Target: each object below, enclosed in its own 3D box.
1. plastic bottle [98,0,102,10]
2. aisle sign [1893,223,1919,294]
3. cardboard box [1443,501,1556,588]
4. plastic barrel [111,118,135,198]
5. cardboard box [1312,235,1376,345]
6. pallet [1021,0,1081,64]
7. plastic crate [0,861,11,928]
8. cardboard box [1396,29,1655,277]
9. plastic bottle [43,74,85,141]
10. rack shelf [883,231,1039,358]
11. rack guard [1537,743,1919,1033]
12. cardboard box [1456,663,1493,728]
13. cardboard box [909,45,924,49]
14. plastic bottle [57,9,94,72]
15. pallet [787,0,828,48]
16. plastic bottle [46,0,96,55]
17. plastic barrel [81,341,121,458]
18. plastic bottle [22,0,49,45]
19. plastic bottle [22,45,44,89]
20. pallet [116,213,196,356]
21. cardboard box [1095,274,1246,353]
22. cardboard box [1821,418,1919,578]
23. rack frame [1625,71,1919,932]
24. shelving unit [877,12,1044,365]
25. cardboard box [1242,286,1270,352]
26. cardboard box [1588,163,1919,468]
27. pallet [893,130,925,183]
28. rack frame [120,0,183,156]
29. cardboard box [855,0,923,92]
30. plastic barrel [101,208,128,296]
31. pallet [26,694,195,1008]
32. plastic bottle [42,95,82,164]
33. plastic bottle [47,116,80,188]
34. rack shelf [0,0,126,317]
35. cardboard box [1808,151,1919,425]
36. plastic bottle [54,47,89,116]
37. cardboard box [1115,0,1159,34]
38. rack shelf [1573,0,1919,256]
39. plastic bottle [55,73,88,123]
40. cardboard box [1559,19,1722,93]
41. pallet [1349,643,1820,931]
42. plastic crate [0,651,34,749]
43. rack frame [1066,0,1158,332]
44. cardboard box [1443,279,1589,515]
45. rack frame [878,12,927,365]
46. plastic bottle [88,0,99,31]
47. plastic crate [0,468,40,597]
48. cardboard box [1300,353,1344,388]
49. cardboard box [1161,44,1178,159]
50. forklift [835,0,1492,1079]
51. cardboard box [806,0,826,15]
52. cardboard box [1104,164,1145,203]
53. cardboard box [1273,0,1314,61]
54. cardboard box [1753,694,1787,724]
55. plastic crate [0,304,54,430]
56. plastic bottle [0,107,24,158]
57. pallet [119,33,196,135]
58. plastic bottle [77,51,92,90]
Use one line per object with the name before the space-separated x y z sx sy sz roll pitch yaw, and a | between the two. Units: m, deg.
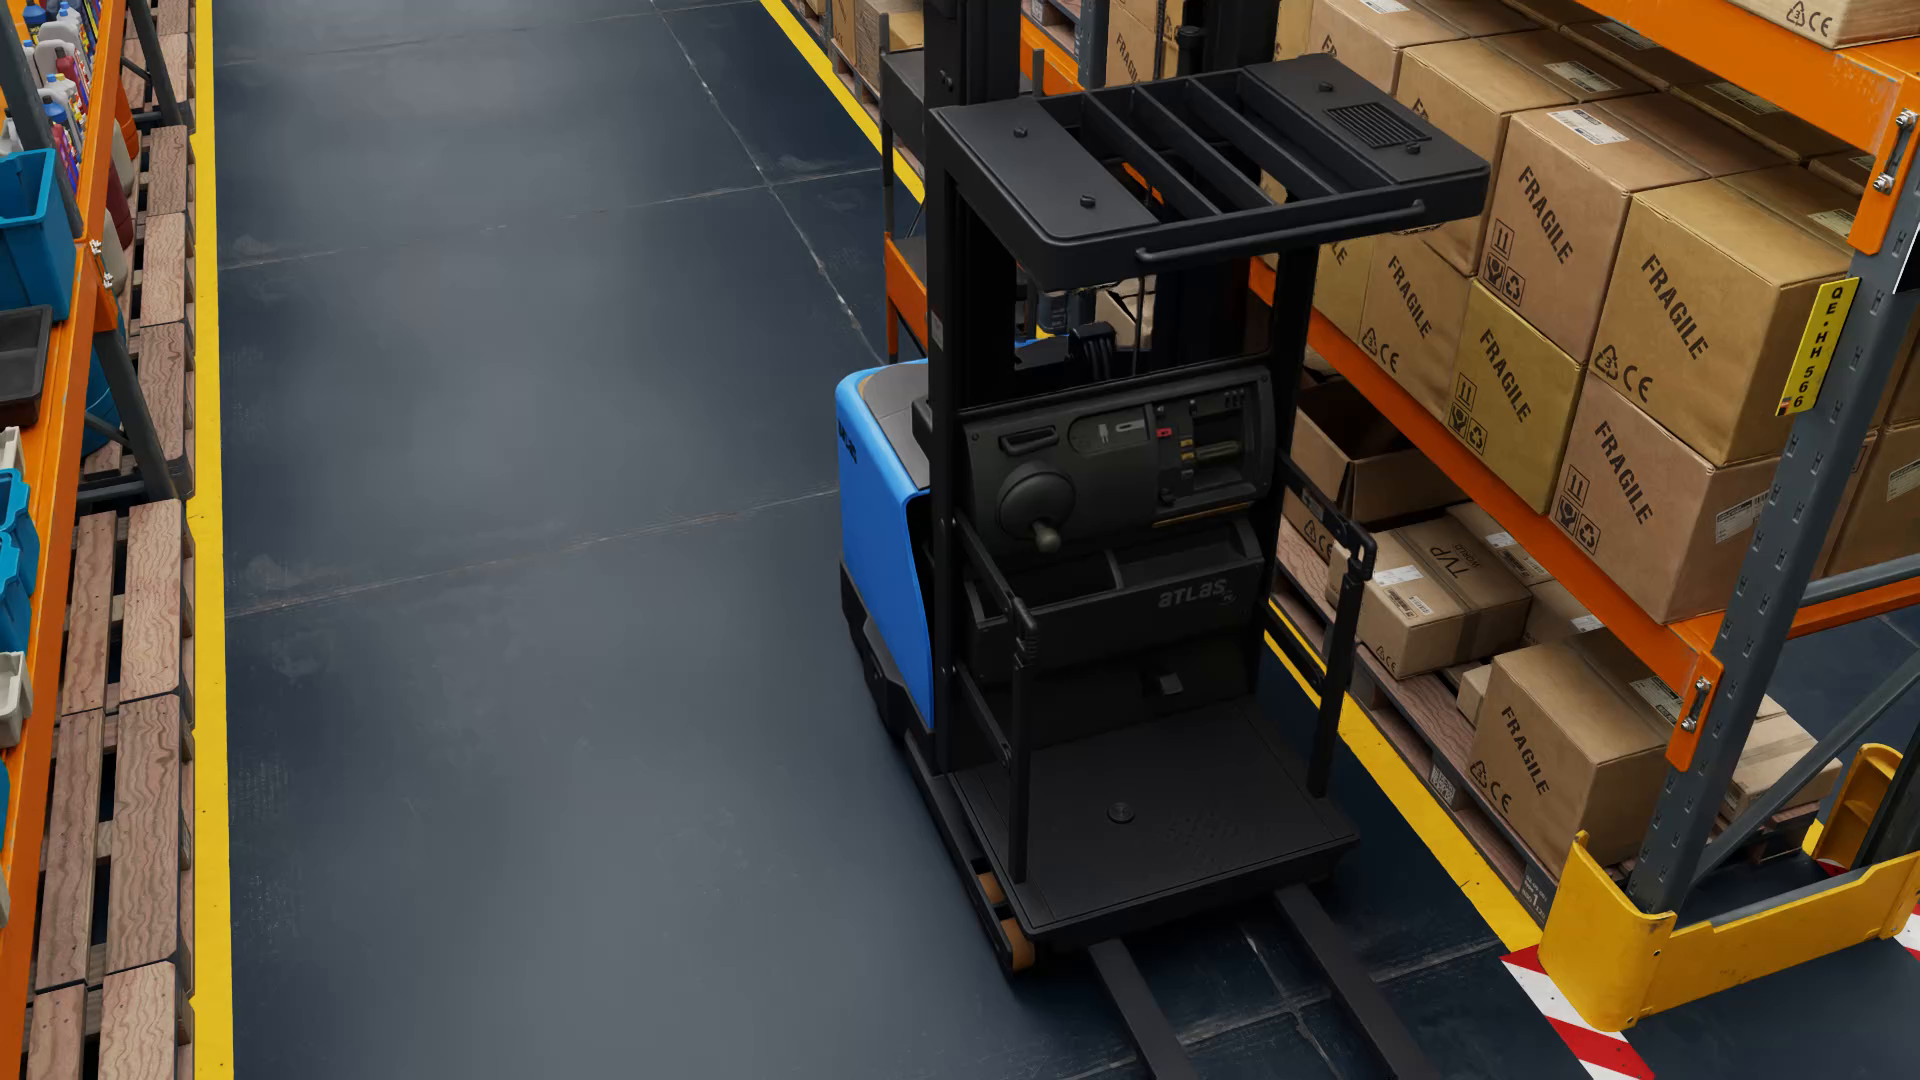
plastic bottle | -4.157 -2.619 7.899 0.097 0.201 0.097 0 37 0
aisle sign | 2.107 -0.863 3.242 0.394 0.787 0.004 -12 39 -16
cardboard box | 2.107 0.065 6.090 0.500 0.250 0.500 -12 39 -16
plastic barrel | -4.571 -2.023 8.662 0.421 0.512 0.421 0 37 0
cardboard box | 1.440 -1.023 5.532 0.500 0.500 0.500 -13 39 -17
pallet | 0.823 -2.584 7.846 1.003 0.211 1.213 -12 39 -16
plastic crate | -2.089 0.772 3.401 0.250 0.136 0.298 -12 39 -16
cardboard box | 1.603 -1.138 4.853 0.500 0.500 0.500 -11 38 -15
plastic bottle | -3.599 -1.730 6.660 0.097 0.271 0.097 0 37 0
rack shelf | -0.002 -0.832 6.132 0.431 0.518 0.480 -12 39 -16
rack guard | 2.345 1.029 4.969 1.175 0.500 0.348 -12 39 -16
cardboard box | 1.898 0.526 5.548 0.380 0.166 0.250 -12 39 -16
cardboard box | 0.045 -2.434 9.200 0.500 0.500 0.500 -14 39 -17
plastic bottle | -3.871 -2.177 7.254 0.097 0.271 0.097 0 37 0
pallet | -0.628 -3.805 11.626 1.003 0.211 1.213 -12 39 -16
plastic bottle | -3.975 -2.339 7.403 0.144 0.351 0.185 -12 39 -16
plastic barrel | -3.828 -0.803 6.718 0.600 0.901 0.708 -12 39 -16
plastic bottle | -4.074 -2.257 7.360 0.097 0.271 0.097 0 37 0
plastic bottle | -3.920 -1.945 6.942 0.152 0.276 0.135 -12 39 -16
pallet | -4.307 -1.184 8.146 1.003 0.211 1.213 -12 39 -16
cardboard box | 0.936 -1.006 7.462 0.500 0.311 0.500 -12 39 -16
cardboard box | 2.466 -0.272 4.535 0.500 0.500 0.500 -12 39 -15
rack frame | 2.372 0.073 4.160 1.000 3.000 0.127 -12 39 -16
shelving unit | -0.002 -0.843 6.123 0.431 2.100 0.503 -12 39 -16
cardboard box | 1.458 -1.100 7.430 0.500 0.500 0.500 -12 39 -16
cardboard box | 1.960 -0.560 4.087 0.500 0.500 0.500 -13 39 -16
pallet | 0.256 -2.214 9.515 1.003 0.211 1.213 -12 39 -16
rack frame | -5.033 -3.422 8.801 1.000 3.000 0.127 -12 39 -16
cardboard box | -0.308 -3.012 9.968 0.500 0.500 0.500 -14 39 -18
plastic barrel | -4.182 -1.385 7.815 0.421 0.512 0.421 0 37 0
pallet | -2.944 1.049 5.182 1.003 0.211 1.213 -12 39 -16
plastic bottle | -3.519 -1.599 6.486 0.097 0.271 0.097 0 37 0
plastic bottle | -3.429 -1.487 6.328 0.061 0.283 0.133 -12 39 -16
rack shelf | -4.345 -2.005 7.517 1.077 0.370 4.000 -12 39 -16
cardboard box | 2.466 -0.671 4.234 0.500 0.500 0.500 -11 38 -15
plastic bottle | -3.688 -1.913 6.894 0.061 0.283 0.133 -12 39 -16
cardboard box | 0.893 -2.301 6.398 0.500 0.500 0.500 -11 38 -15
rack shelf | 1.683 -1.967 4.973 1.077 0.370 4.000 -12 39 -16
plastic bottle | -3.666 -1.812 6.827 0.097 0.201 0.097 0 37 0
cardboard box | 2.112 -1.249 5.000 0.500 0.500 0.500 -12 39 -15
pallet | 2.070 0.694 5.653 1.003 0.211 1.213 -12 39 -16
plastic crate | -2.322 0.389 3.910 0.250 0.136 0.298 -12 39 -16
rack frame | 0.995 -2.186 7.159 1.000 3.000 0.127 -12 39 -16
cardboard box | 1.780 -0.456 4.779 0.500 0.500 0.500 -12 39 -16
rack frame | -0.086 -0.980 6.306 0.400 2.100 0.015 -12 39 -16
plastic bottle | -4.085 -2.518 7.641 0.144 0.351 0.185 -12 39 -16
plastic crate | -2.613 0.019 4.321 0.416 0.233 0.300 -12 39 -16
cardboard box | 1.716 -0.601 6.924 0.500 0.311 0.500 -12 39 -16
cardboard box | 1.094 -1.593 6.289 0.500 0.500 0.500 -12 39 -15
forklift | 0.538 -0.153 4.517 1.130 2.935 3.031 -12 39 -16
cardboard box | -0.791 -3.762 11.188 0.500 0.250 0.500 -12 39 -15
cardboard box | 0.556 -1.583 8.070 0.500 0.500 0.500 -13 39 -16
cardboard box | 1.248 -1.719 5.625 0.500 0.500 0.500 -14 39 -17
cardboard box | 2.464 0.580 5.476 0.380 0.166 0.250 -12 39 -16
plastic crate | -3.020 -0.500 5.100 0.437 0.125 0.590 -12 39 -16
plastic bottle | -3.488 -1.432 6.199 0.144 0.351 0.185 -12 39 -16
pallet | -5.264 -2.754 10.231 1.003 0.211 1.213 -12 39 -16
plastic bottle | -3.791 -2.018 7.101 0.097 0.201 0.097 0 37 0
